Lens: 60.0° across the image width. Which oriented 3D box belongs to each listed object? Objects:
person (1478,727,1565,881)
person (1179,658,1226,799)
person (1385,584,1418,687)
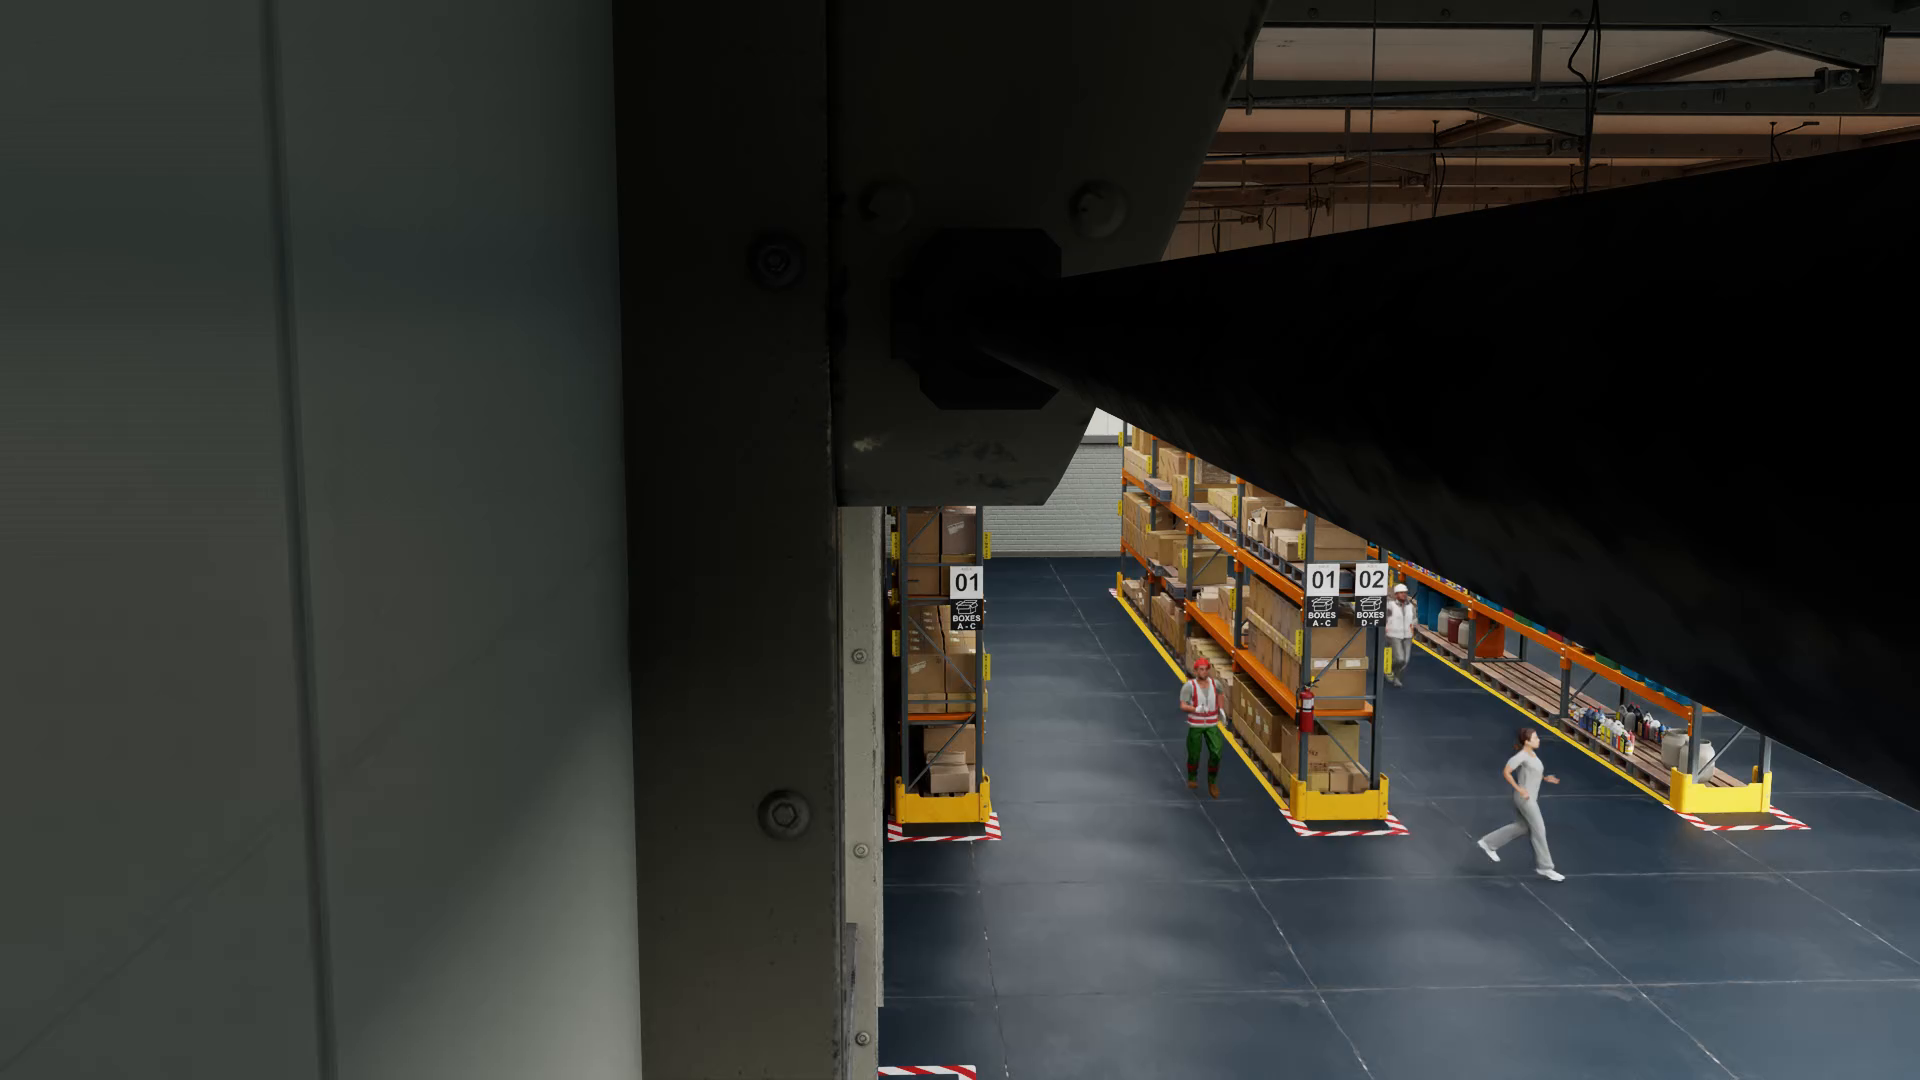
[{"bbox_3d":[6.281,2.953,18.541,0.955,1.584,0.567,4,9,26],"label":"person"},{"bbox_3d":[3.133,2.418,21.388,0.645,1.820,0.735,-1,8,-5],"label":"person"},{"bbox_3d":[7.310,1.599,27.581,0.644,1.730,0.589,-2,8,-11],"label":"person"}]
